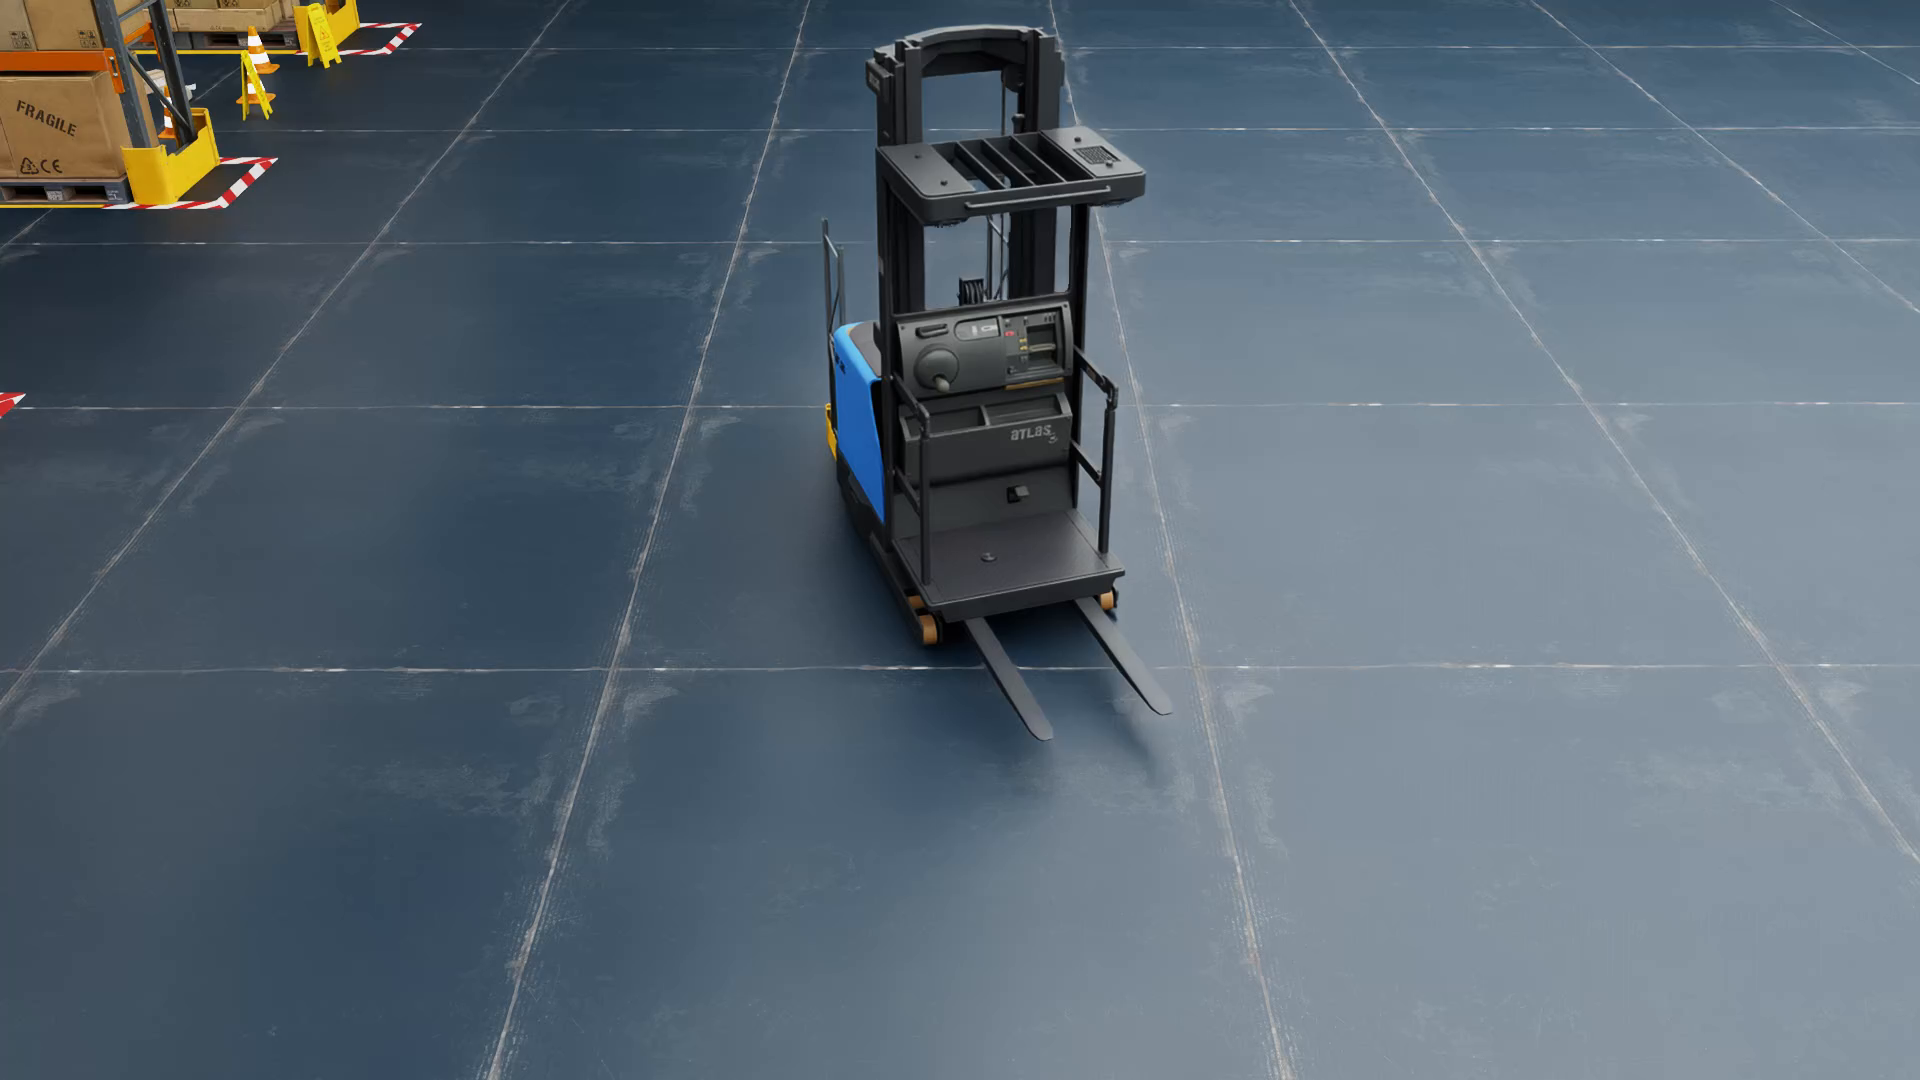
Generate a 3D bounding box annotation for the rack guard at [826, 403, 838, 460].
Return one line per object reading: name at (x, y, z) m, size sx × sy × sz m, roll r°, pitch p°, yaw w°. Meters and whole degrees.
rack guard at (-0.743, -0.614, 10.410) m, size 0.087 × 0.250 × 0.587 m, roll -8°, pitch 32°, yaw -13°

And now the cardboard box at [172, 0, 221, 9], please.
cardboard box at (-8.488, -6.242, 18.559) m, size 0.500 × 0.500 × 0.500 m, roll 1°, pitch 31°, yaw 2°

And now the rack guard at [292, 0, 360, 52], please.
rack guard at (-7.242, -5.990, 19.030) m, size 0.348 × 0.500 × 1.175 m, roll 0°, pitch 31°, yaw 0°

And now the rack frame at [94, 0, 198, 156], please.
rack frame at (-7.035, -4.492, 14.150) m, size 0.127 × 3.000 × 1.000 m, roll 0°, pitch 31°, yaw 0°

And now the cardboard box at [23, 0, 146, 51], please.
cardboard box at (-7.406, -4.531, 14.071) m, size 0.550 × 0.550 × 0.875 m, roll 0°, pitch 31°, yaw 0°

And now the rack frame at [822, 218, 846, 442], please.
rack frame at (-0.745, -1.148, 10.086) m, size 0.032 × 1.500 × 0.500 m, roll -8°, pitch 32°, yaw -13°

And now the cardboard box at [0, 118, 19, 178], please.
cardboard box at (-8.593, -3.723, 14.526) m, size 0.875 × 0.875 × 0.875 m, roll -1°, pitch 31°, yaw -1°

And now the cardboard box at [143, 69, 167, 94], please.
cardboard box at (-8.464, -4.788, 17.388) m, size 0.250 × 0.149 × 0.380 m, roll 16°, pitch 35°, yaw 25°

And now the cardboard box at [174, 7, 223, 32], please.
cardboard box at (-8.491, -5.923, 18.756) m, size 0.500 × 0.250 × 0.500 m, roll 0°, pitch 31°, yaw 0°

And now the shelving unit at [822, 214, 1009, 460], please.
shelving unit at (-0.262, -1.215, 10.195) m, size 1.083 × 1.500 × 0.587 m, roll -8°, pitch 32°, yaw -13°

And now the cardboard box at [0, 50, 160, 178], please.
cardboard box at (-7.713, -3.726, 14.533) m, size 0.875 × 0.875 × 0.875 m, roll 0°, pitch 31°, yaw 0°

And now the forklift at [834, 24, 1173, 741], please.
forklift at (0.207, -0.935, 8.354) m, size 1.130 × 2.935 × 3.031 m, roll -10°, pitch 33°, yaw -16°

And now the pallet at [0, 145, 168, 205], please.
pallet at (-7.834, -3.256, 14.803) m, size 1.213 × 0.211 × 1.003 m, roll 0°, pitch 31°, yaw 0°

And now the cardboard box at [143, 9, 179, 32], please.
cardboard box at (-9.014, -5.919, 18.749) m, size 0.500 × 0.250 × 0.500 m, roll -1°, pitch 31°, yaw -2°

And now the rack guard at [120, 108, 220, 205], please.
rack guard at (-7.011, -3.423, 14.799) m, size 0.348 × 0.500 × 1.175 m, roll 0°, pitch 31°, yaw 0°

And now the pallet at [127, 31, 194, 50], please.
pallet at (-9.272, -5.880, 19.127) m, size 1.213 × 0.211 × 1.003 m, roll 0°, pitch 31°, yaw 0°

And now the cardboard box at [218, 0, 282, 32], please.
cardboard box at (-7.997, -5.921, 18.752) m, size 0.500 × 0.250 × 0.500 m, roll 0°, pitch 31°, yaw -1°

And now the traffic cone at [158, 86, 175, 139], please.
traffic cone at (-7.575, -4.142, 16.020) m, size 0.334 × 0.463 × 0.336 m, roll 0°, pitch 31°, yaw 0°

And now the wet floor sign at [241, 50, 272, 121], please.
wet floor sign at (-7.018, -4.512, 16.454) m, size 0.232 × 0.644 × 0.267 m, roll -5°, pitch 32°, yaw -9°

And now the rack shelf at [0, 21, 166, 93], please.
rack shelf at (-9.035, -4.178, 14.327) m, size 4.000 × 0.370 × 1.077 m, roll 0°, pitch 31°, yaw 0°

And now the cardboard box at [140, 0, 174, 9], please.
cardboard box at (-8.992, -6.244, 18.562) m, size 0.500 × 0.500 × 0.500 m, roll -1°, pitch 31°, yaw -1°

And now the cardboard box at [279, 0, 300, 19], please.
cardboard box at (-7.975, -6.204, 19.218) m, size 0.500 × 0.250 × 0.500 m, roll 0°, pitch 31°, yaw -1°

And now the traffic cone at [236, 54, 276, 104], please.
traffic cone at (-7.242, -4.729, 16.988) m, size 0.334 × 0.463 × 0.336 m, roll 0°, pitch 31°, yaw 0°

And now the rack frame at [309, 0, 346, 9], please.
rack frame at (-7.166, -7.059, 18.382) m, size 0.127 × 3.000 × 1.000 m, roll 0°, pitch 31°, yaw 0°

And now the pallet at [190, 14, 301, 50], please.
pallet at (-8.055, -5.882, 19.131) m, size 1.213 × 0.211 × 1.003 m, roll 0°, pitch 31°, yaw 0°

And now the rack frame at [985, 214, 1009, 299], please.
rack frame at (0.238, -1.284, 10.309) m, size 0.032 × 1.500 × 0.500 m, roll -8°, pitch 32°, yaw -13°

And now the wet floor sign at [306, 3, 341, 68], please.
wet floor sign at (-6.970, -5.498, 18.079) m, size 0.232 × 0.644 × 0.267 m, roll 10°, pitch 33°, yaw 17°

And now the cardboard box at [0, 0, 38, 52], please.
cardboard box at (-7.956, -4.518, 14.049) m, size 0.550 × 0.550 × 0.875 m, roll 0°, pitch 31°, yaw 0°

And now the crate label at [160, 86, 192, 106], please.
crate label at (-8.028, -4.555, 17.015) m, size 0.298 × 0.136 × 0.250 m, roll -17°, pitch 35°, yaw -26°

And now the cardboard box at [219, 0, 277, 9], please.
cardboard box at (-7.966, -6.246, 18.565) m, size 0.500 × 0.500 × 0.500 m, roll 0°, pitch 31°, yaw 0°

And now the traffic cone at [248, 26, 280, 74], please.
traffic cone at (-7.588, -5.304, 17.935) m, size 0.334 × 0.463 × 0.336 m, roll 0°, pitch 31°, yaw 0°

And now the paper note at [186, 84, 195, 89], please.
paper note at (-8.099, -4.754, 17.445) m, size 0.142 × 0.019 × 0.148 m, roll -11°, pitch 33°, yaw -17°
